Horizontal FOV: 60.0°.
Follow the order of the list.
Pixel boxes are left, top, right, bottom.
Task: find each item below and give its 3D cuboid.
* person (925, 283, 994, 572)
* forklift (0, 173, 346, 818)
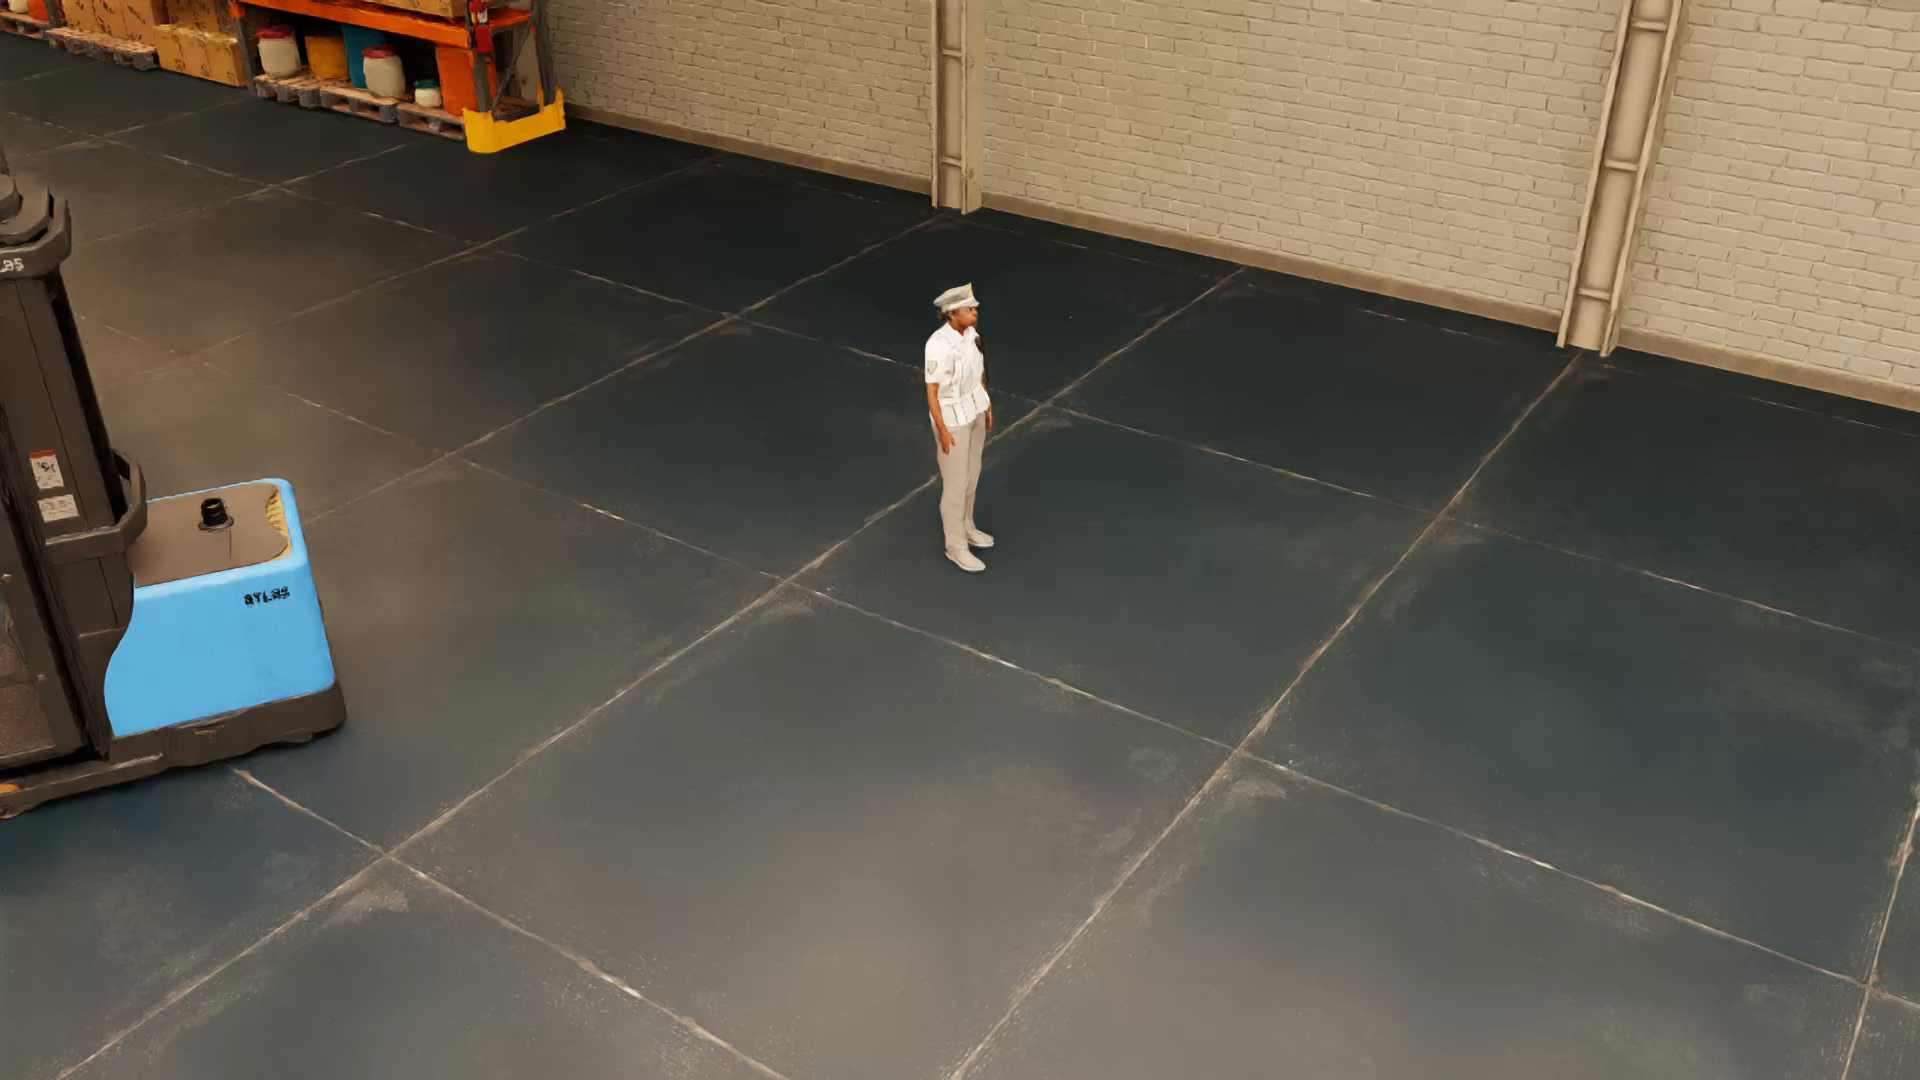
[{"bbox_3d":[0.051,-0.710,10.020,0.529,1.695,0.570,19,35,29],"label":"person"},{"bbox_3d":[-4.794,-0.166,7.868,3.031,2.935,1.130,-13,33,-21],"label":"forklift"}]
